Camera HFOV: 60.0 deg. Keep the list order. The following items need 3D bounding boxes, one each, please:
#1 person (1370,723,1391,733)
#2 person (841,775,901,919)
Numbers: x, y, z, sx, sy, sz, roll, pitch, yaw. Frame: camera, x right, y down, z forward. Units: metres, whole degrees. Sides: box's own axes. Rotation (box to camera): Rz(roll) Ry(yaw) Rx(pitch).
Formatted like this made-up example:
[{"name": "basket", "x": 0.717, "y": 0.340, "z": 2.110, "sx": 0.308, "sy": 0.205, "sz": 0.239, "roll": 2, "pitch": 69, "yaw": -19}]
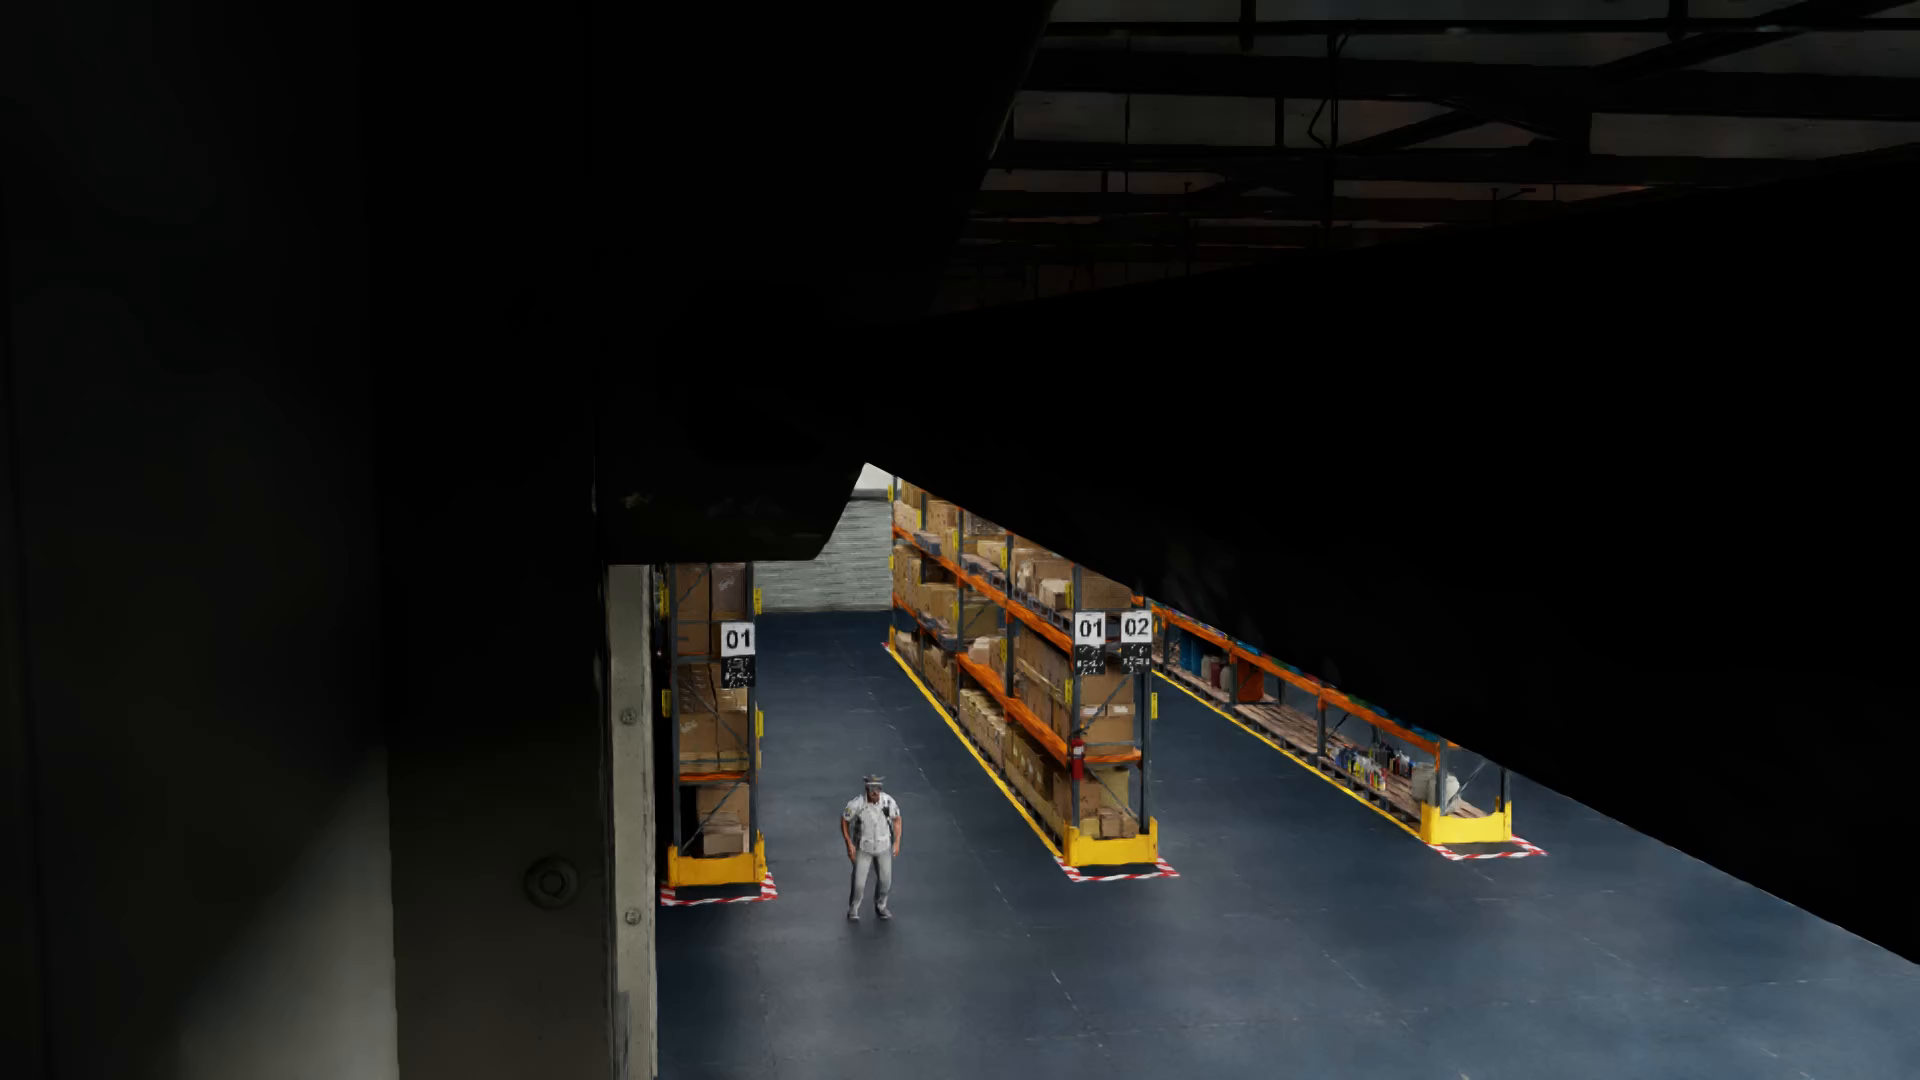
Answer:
[{"name": "person", "x": 7.194, "y": 2.417, "z": 28.358, "sx": 0.436, "sy": 1.680, "sz": 0.546, "roll": -4, "pitch": 7, "yaw": -34}, {"name": "person", "x": -1.000, "y": 3.452, "z": 18.817, "sx": 0.683, "sy": 1.714, "sz": 0.538, "roll": -1, "pitch": 6, "yaw": -12}]
